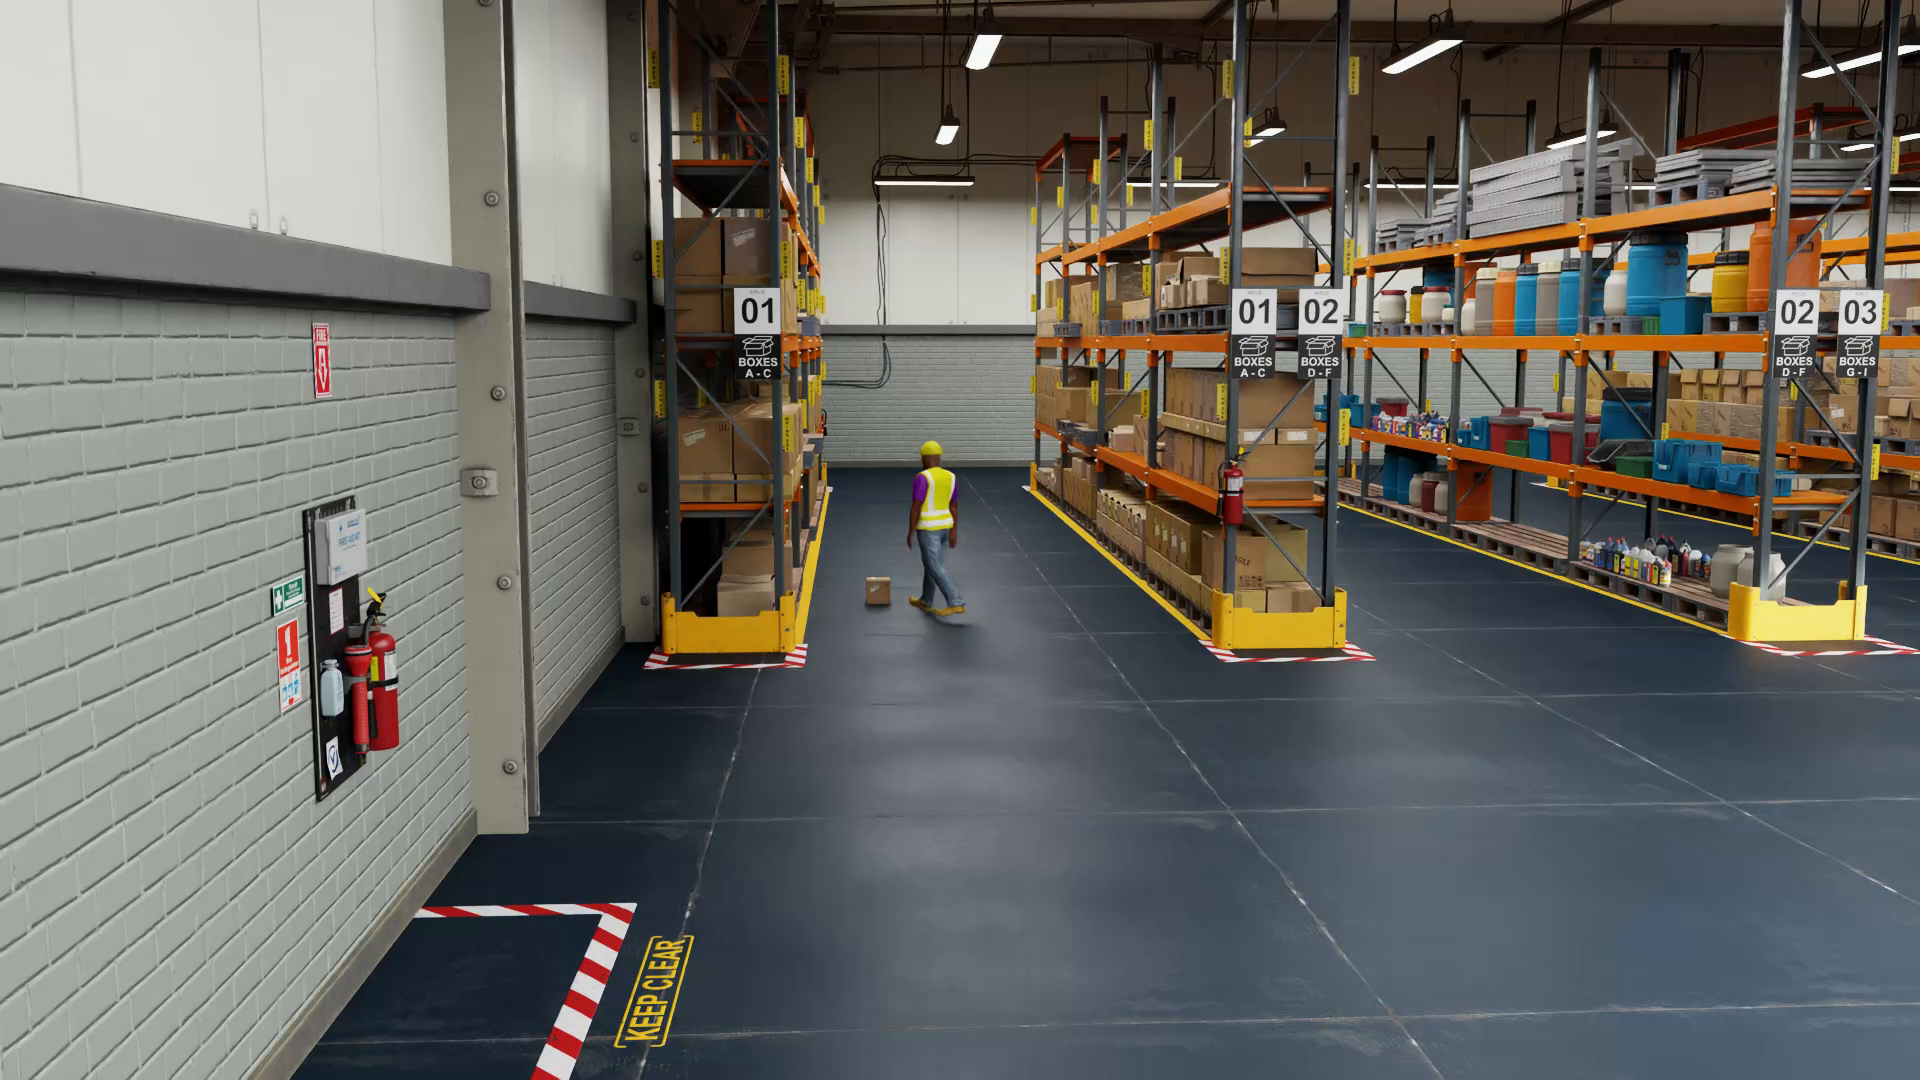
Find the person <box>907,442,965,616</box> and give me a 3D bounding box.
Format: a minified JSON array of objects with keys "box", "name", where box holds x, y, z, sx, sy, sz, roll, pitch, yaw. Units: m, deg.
[{"box":[-0.275,-0.107,16.602,0.923,1.746,0.585,5,9,38],"name":"person"}]
